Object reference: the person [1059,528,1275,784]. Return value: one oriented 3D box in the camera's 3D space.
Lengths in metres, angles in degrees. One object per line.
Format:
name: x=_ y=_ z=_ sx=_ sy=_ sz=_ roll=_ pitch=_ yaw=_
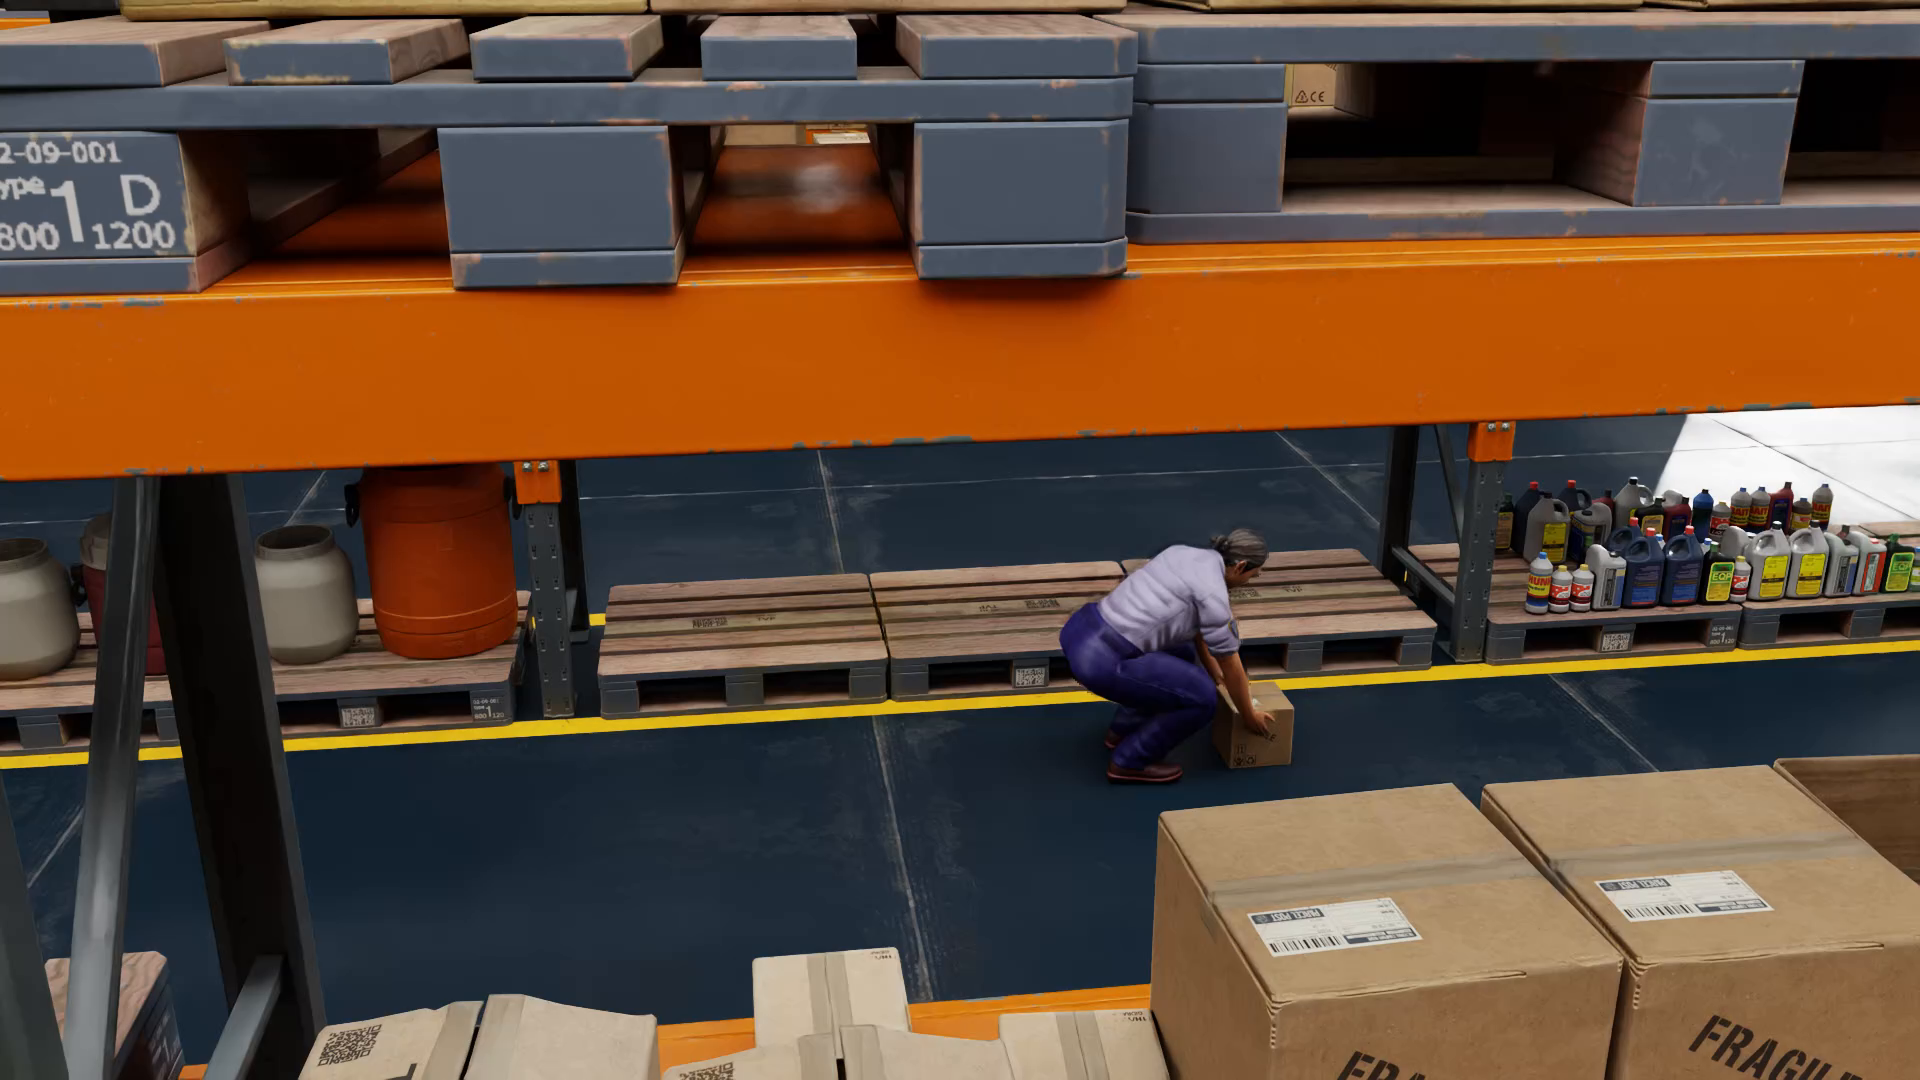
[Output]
person: x=0.795 y=0.430 z=6.463 sx=0.820 sy=0.940 sz=0.525 roll=-3 pitch=20 yaw=-8
